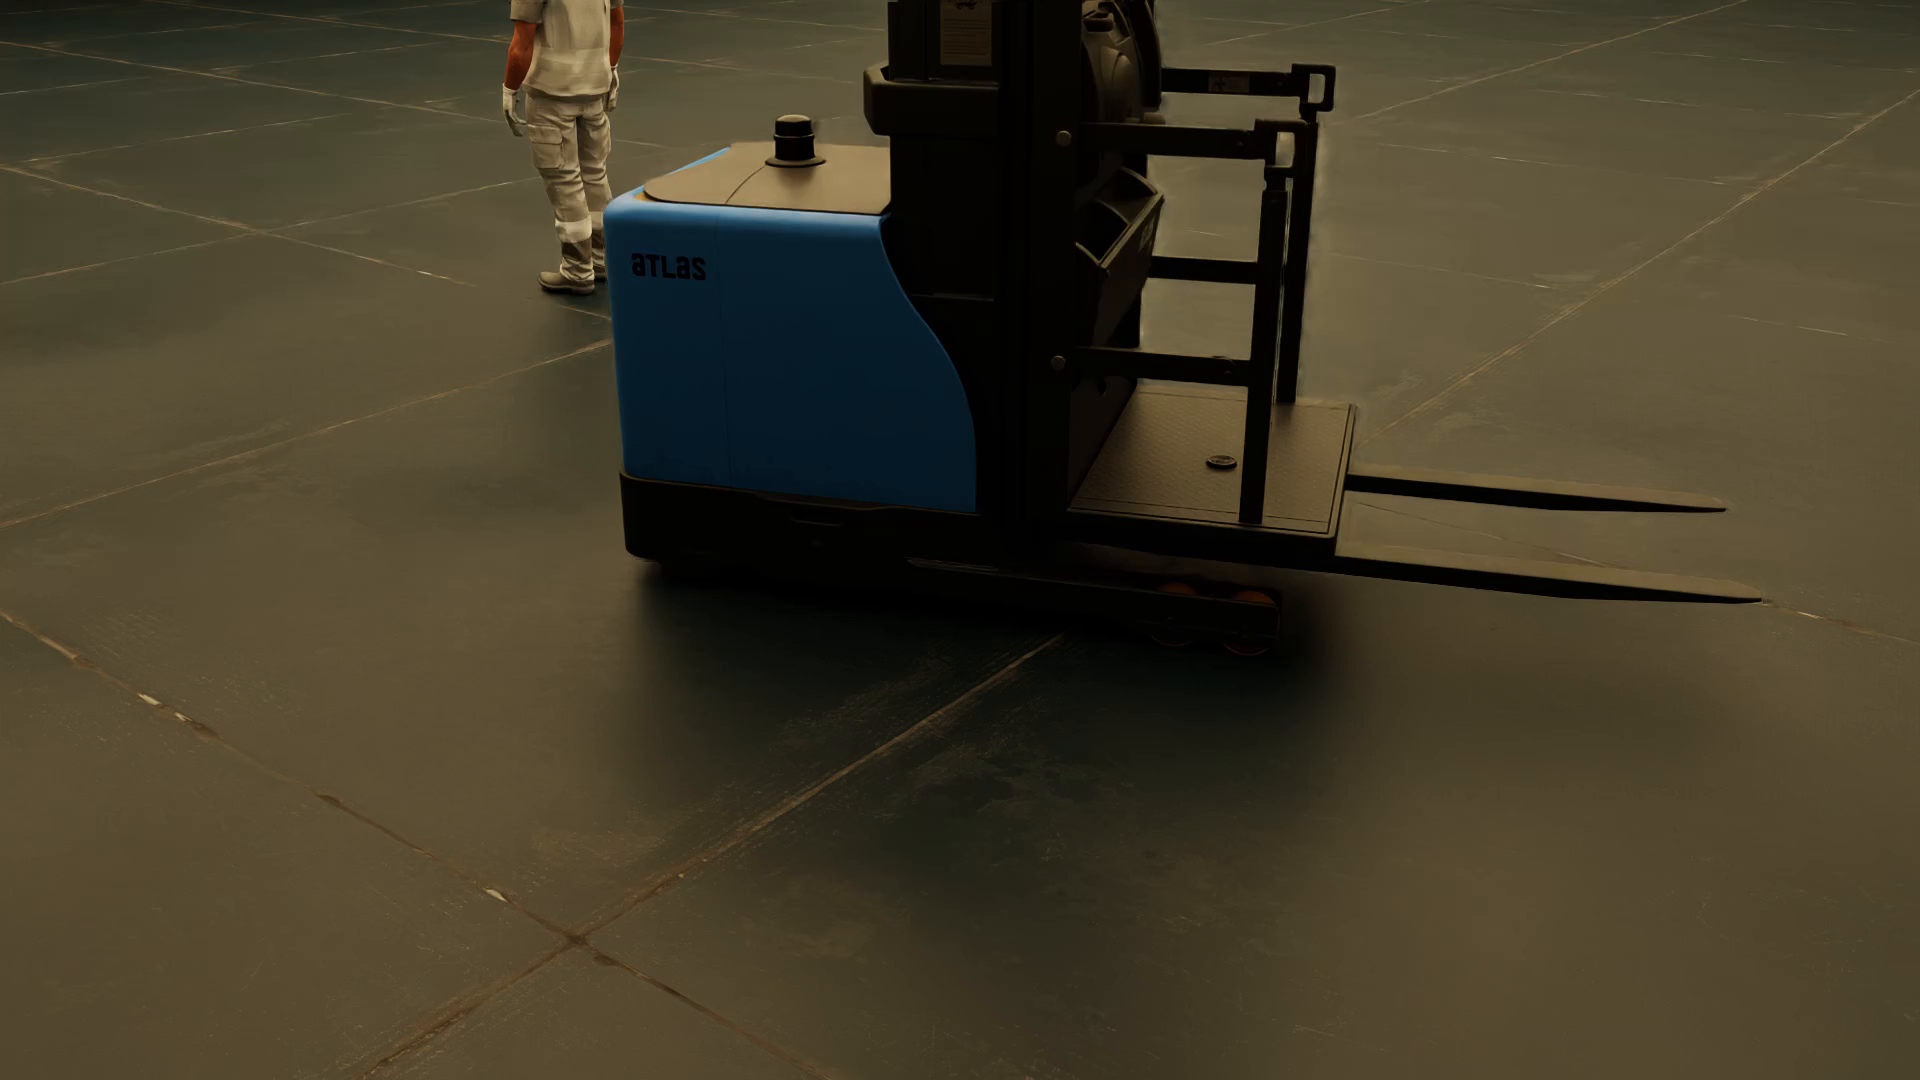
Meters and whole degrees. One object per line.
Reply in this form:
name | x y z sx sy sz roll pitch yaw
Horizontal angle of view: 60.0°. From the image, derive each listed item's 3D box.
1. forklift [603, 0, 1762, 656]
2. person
forklift | 0.611 -1.278 4.278 3.031 2.935 1.130 6 24 14
person | -1.783 -1.983 7.321 0.561 1.790 0.638 17 28 33
